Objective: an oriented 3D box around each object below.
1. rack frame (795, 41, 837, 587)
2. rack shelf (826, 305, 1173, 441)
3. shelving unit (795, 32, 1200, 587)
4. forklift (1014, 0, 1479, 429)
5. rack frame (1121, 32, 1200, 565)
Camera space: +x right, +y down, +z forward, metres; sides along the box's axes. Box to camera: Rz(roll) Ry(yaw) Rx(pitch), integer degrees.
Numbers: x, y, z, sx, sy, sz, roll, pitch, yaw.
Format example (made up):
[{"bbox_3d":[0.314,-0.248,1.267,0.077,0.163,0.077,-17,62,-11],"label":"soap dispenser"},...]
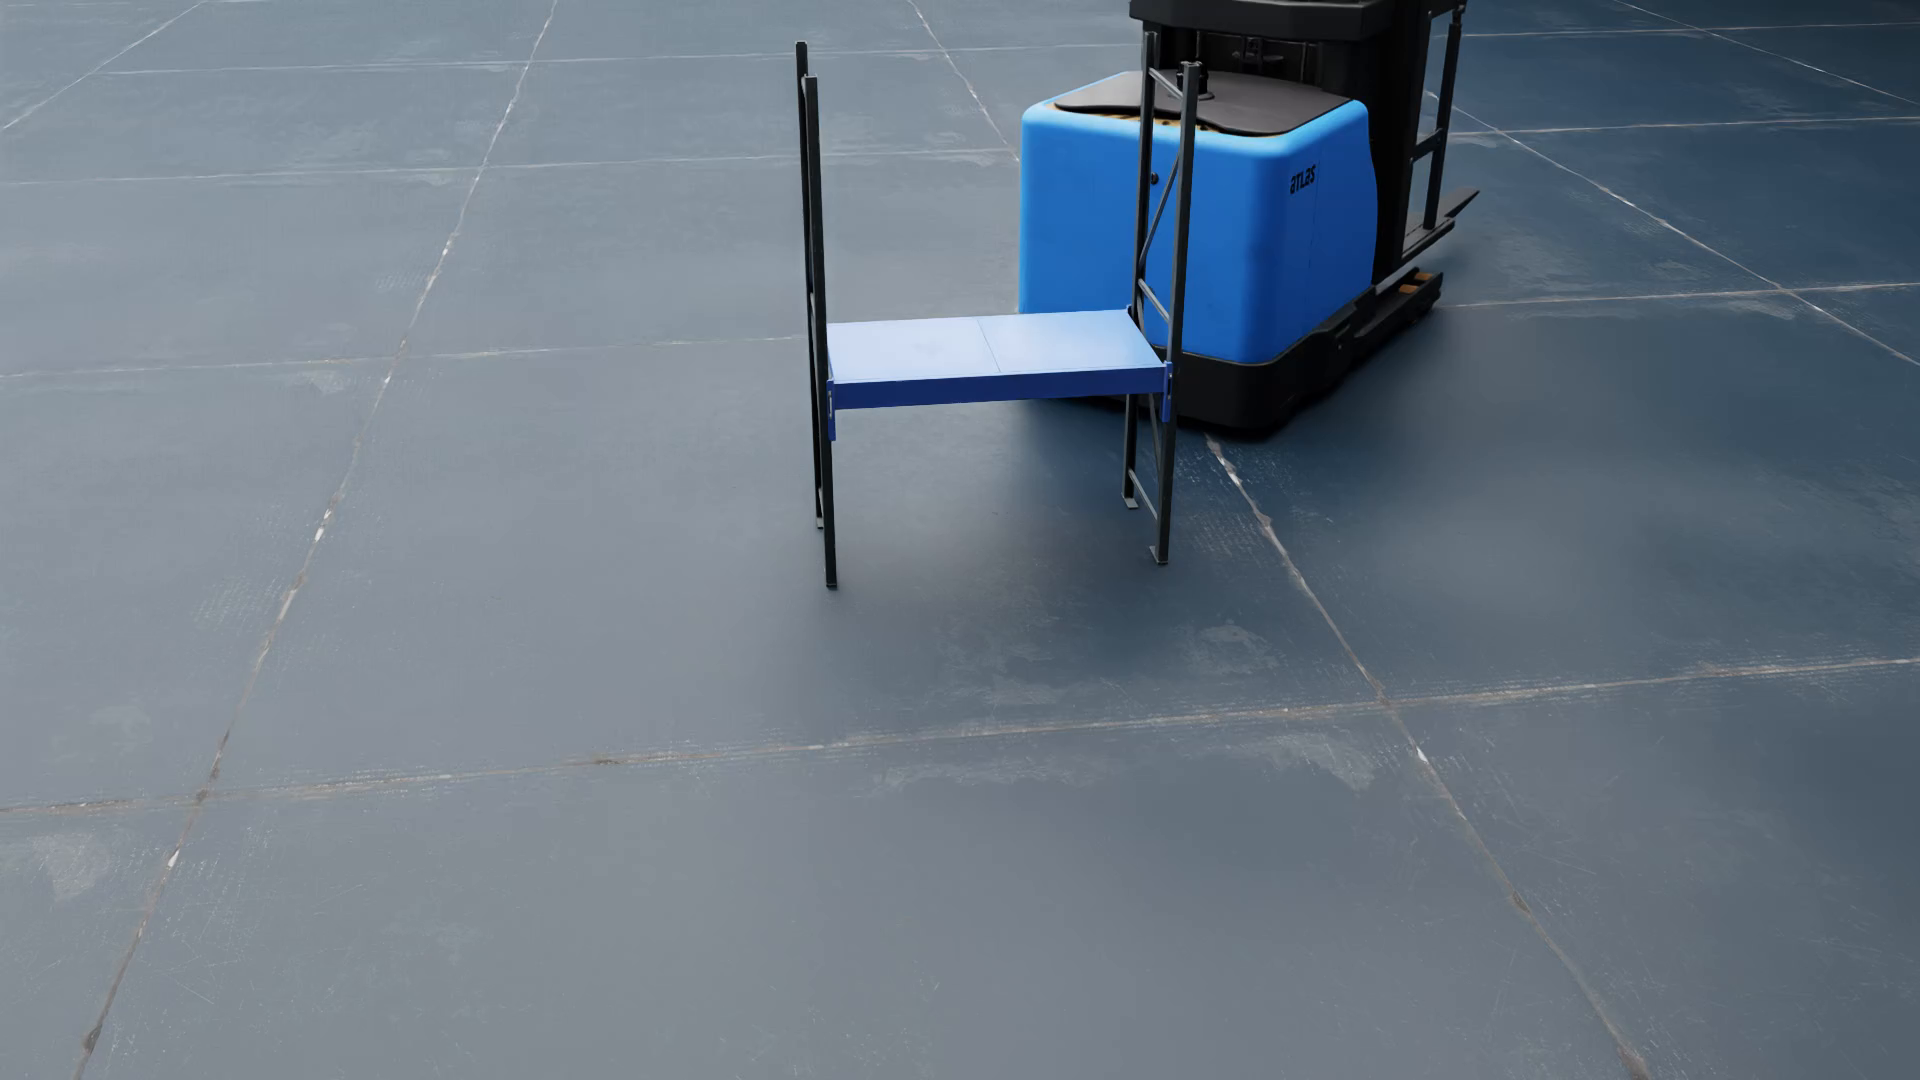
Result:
[{"bbox_3d":[-0.419,-0.640,4.855,0.032,1.500,0.500,-4,27,-7],"label":"rack frame"},{"bbox_3d":[0.084,-0.513,5.000,1.000,0.185,0.538,-4,27,-7],"label":"rack shelf"},{"bbox_3d":[0.084,-0.673,4.918,1.048,1.500,0.538,-4,27,-7],"label":"shelving unit"},{"bbox_3d":[1.425,-2.322,6.566,1.130,2.935,3.031,16,31,29],"label":"forklift"},{"bbox_3d":[0.588,-0.705,4.981,0.032,1.500,0.500,-4,27,-7],"label":"rack frame"}]
